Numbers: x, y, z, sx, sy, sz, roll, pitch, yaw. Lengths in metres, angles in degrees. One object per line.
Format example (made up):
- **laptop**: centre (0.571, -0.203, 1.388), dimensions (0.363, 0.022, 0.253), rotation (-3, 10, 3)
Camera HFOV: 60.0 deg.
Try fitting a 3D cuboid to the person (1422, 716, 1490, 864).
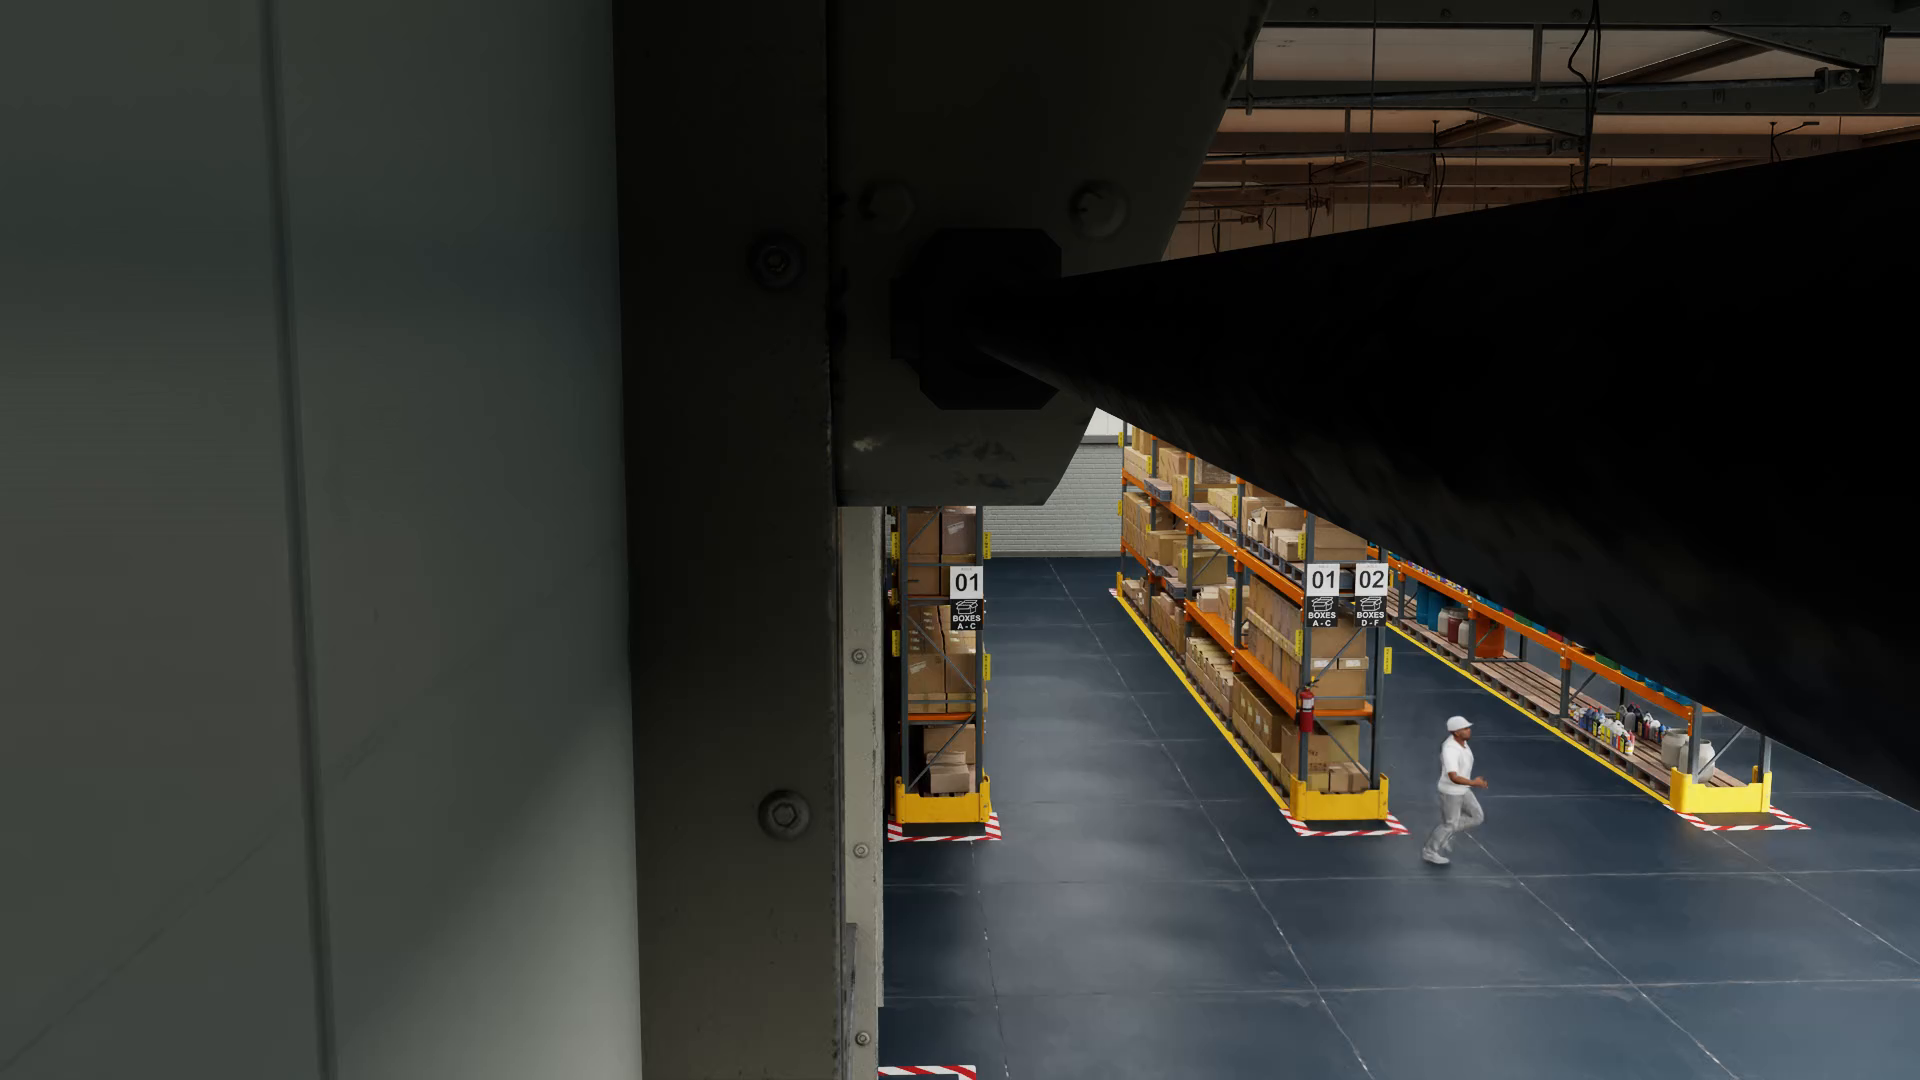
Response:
- **person**: centre (5.650, 2.824, 18.839), dimensions (0.725, 1.717, 0.734), rotation (5, 9, 30)
